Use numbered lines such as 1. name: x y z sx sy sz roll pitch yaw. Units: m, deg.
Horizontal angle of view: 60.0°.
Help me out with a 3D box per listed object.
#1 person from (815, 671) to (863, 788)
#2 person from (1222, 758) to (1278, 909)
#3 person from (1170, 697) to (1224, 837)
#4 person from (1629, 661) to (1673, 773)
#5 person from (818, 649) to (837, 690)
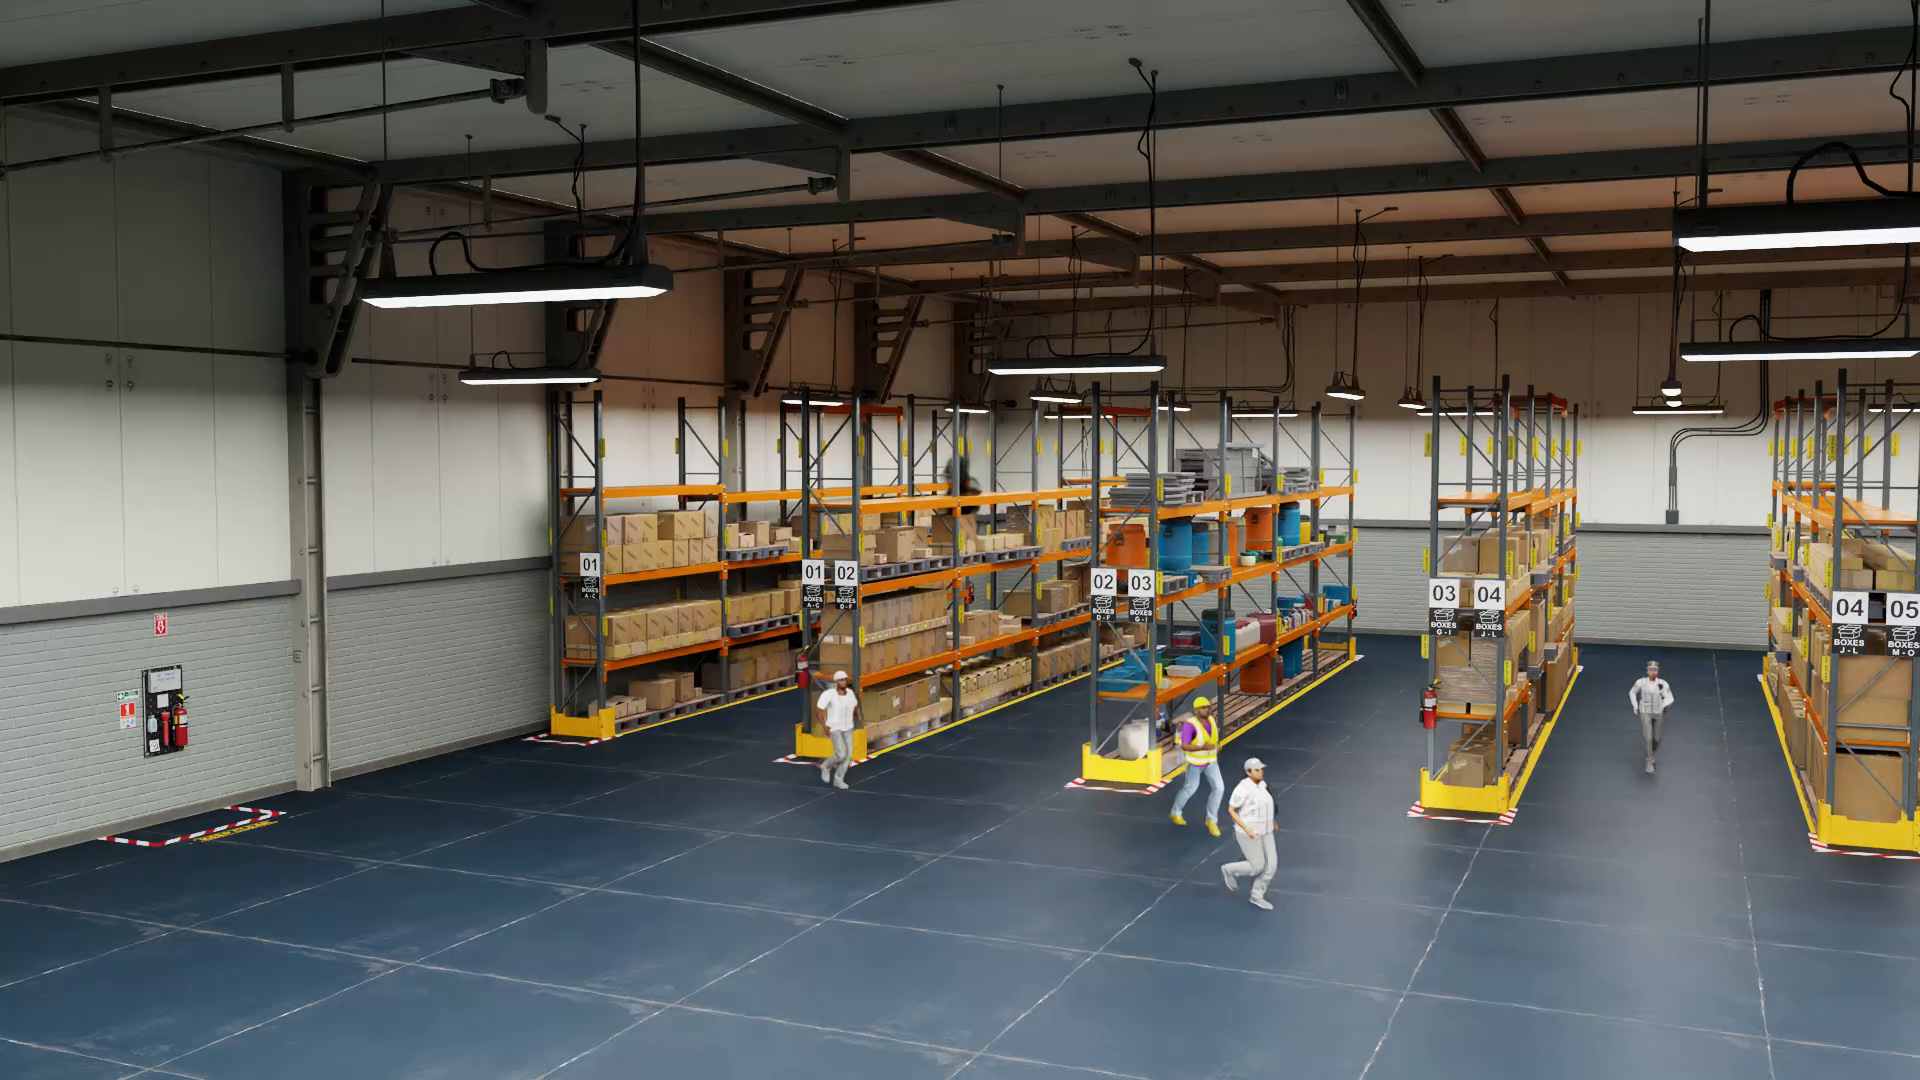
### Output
1. person: -1.765 2.786 24.528 0.715 1.732 0.577 -3 4 -41
2. person: 3.196 3.196 18.251 0.615 1.630 0.587 -3 4 -41
3. person: 3.130 2.927 21.650 0.709 1.811 0.895 -2 4 -28
4. person: 10.788 2.727 25.964 0.629 1.697 0.792 1 3 17
5. person: -2.353 2.494 30.521 0.542 1.702 0.731 1 3 22
